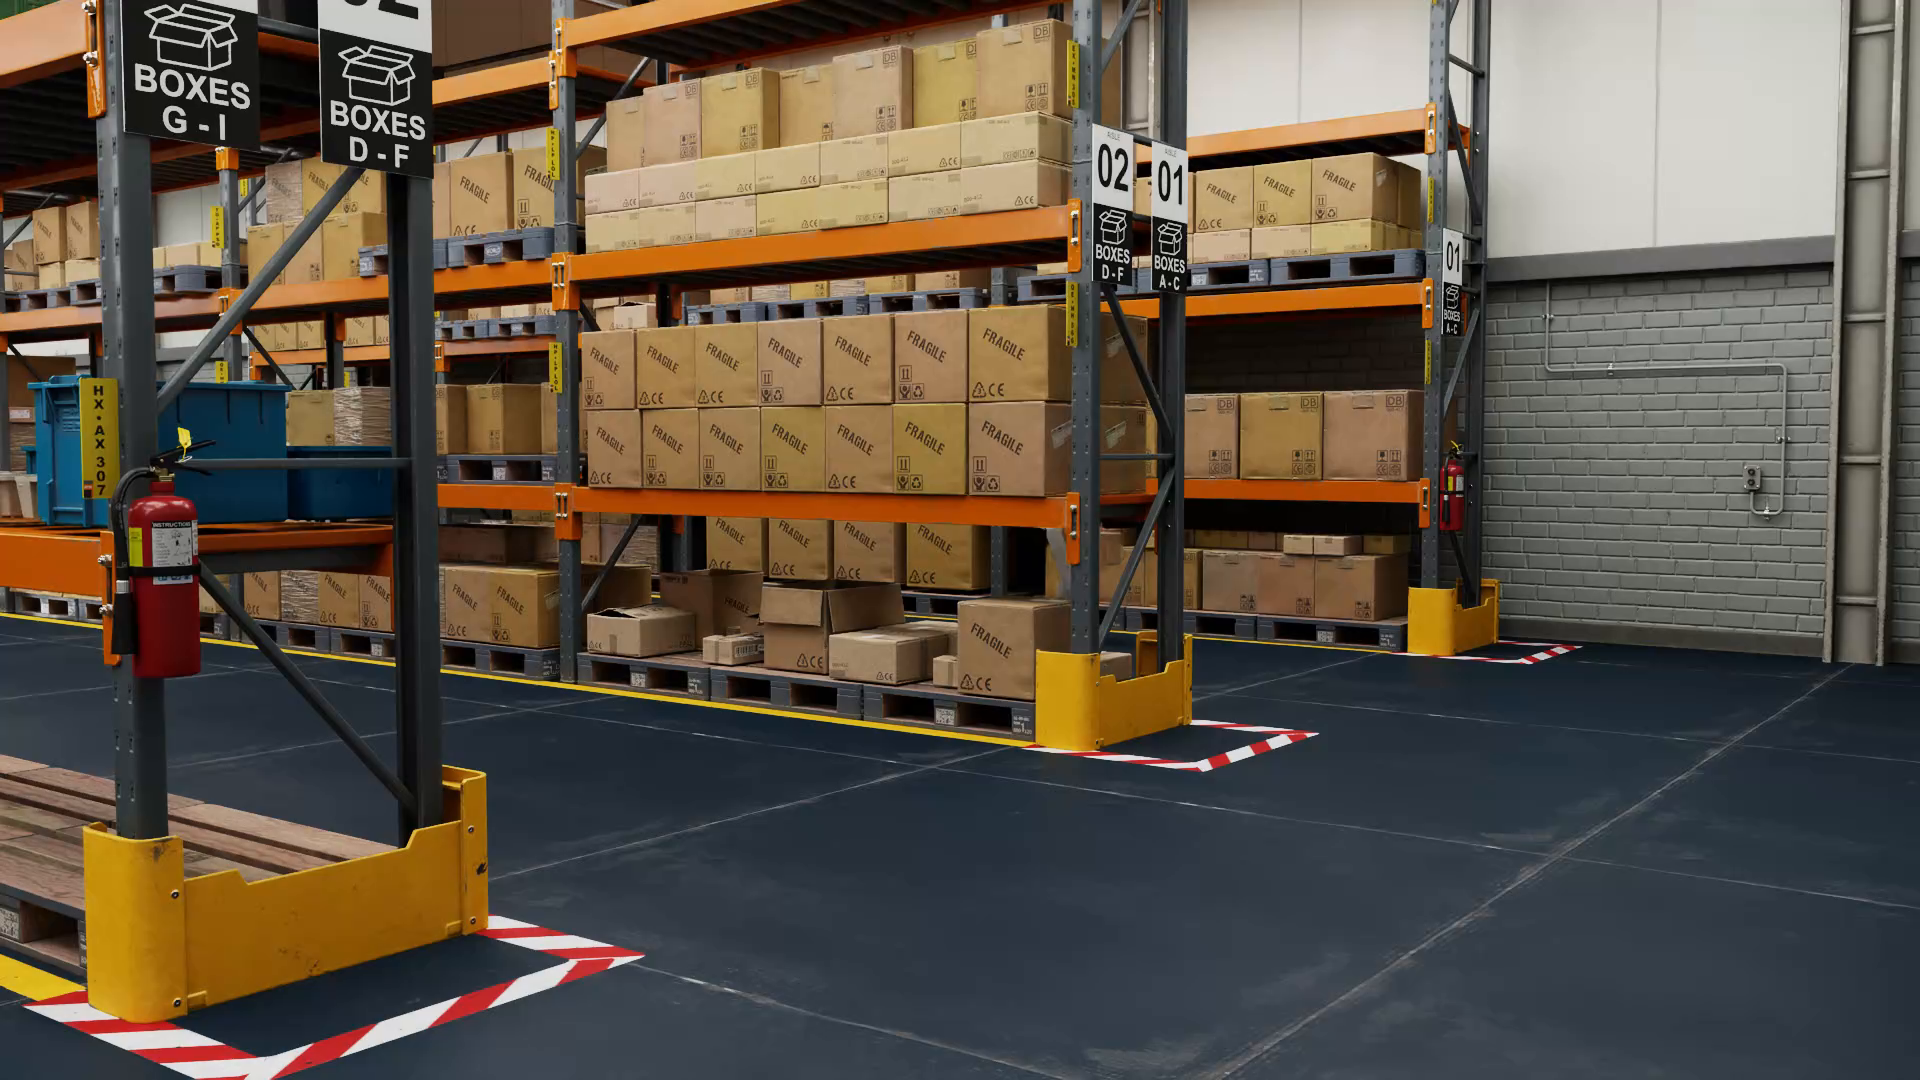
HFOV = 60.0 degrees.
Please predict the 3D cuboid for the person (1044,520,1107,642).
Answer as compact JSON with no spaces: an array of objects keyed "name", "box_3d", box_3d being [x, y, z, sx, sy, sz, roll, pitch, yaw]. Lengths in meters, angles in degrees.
[{"name":"person","box_3d":[0.990,-0.079,13.290,0.634,1.777,0.536,2,4,36]}]
